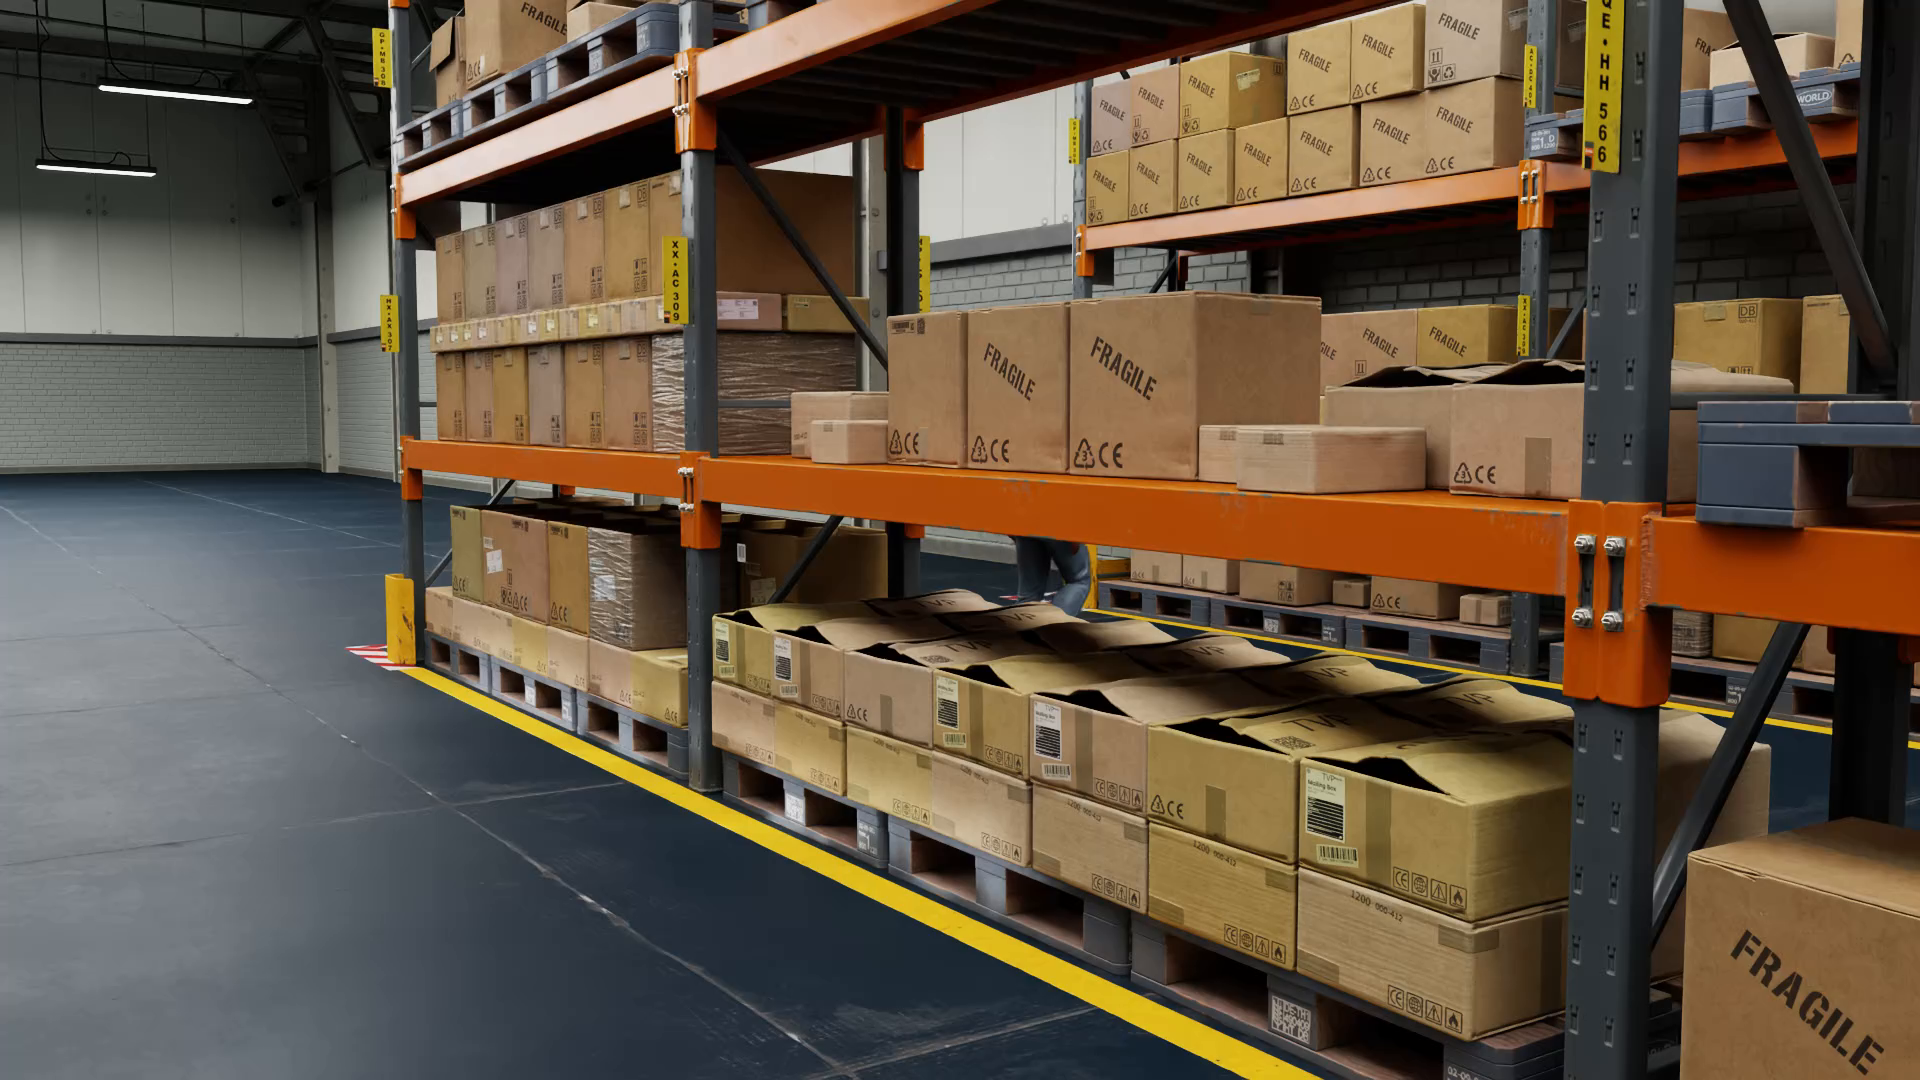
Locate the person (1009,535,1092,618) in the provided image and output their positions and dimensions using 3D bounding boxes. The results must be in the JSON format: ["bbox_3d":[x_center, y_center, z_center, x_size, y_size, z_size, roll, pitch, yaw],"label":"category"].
[{"bbox_3d":[0.460,-0.122,9.097,0.587,1.767,0.515,4,6,42],"label":"person"}]
